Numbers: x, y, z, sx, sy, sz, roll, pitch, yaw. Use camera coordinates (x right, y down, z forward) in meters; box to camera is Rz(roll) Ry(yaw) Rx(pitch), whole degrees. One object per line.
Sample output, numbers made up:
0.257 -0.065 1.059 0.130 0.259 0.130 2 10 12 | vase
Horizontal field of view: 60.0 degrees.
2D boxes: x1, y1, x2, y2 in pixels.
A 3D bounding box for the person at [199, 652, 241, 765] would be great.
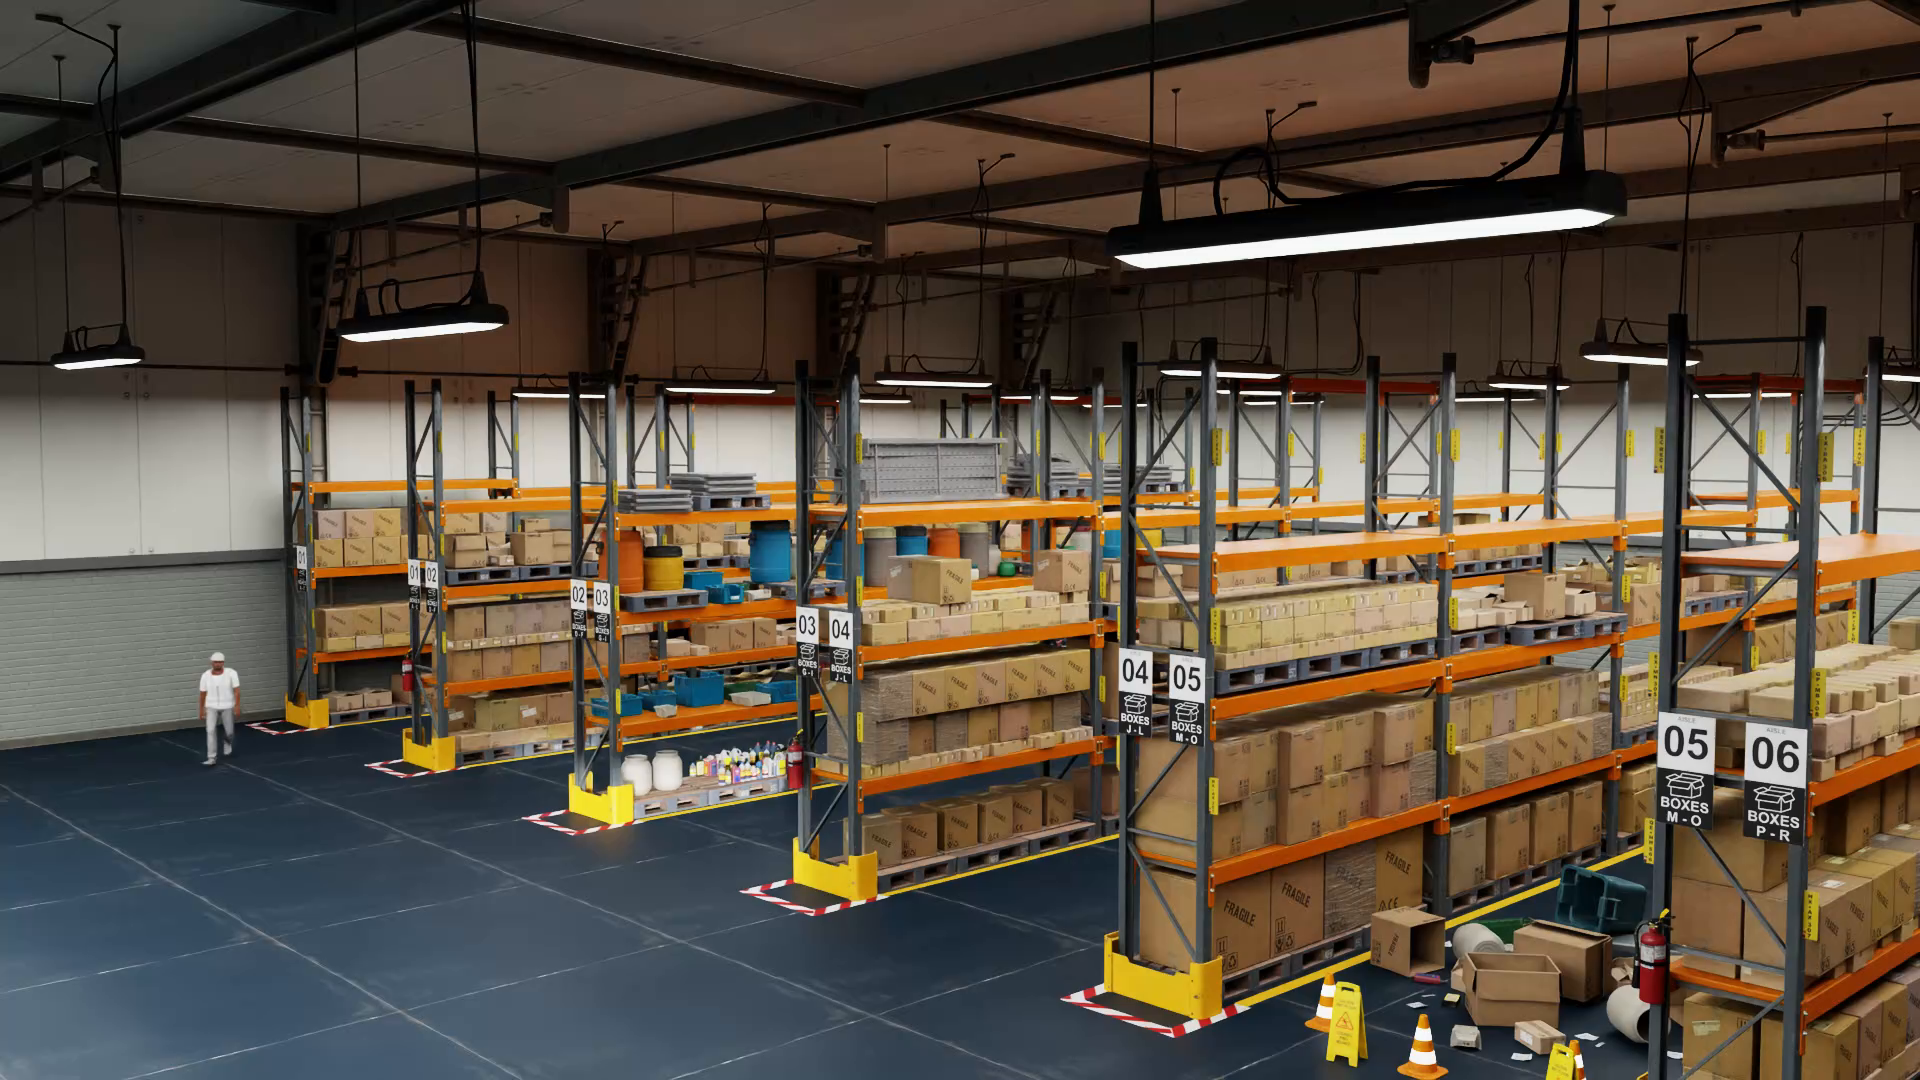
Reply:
-11.640 2.623 26.151 0.630 1.741 0.908 -1 4 -16 | person
